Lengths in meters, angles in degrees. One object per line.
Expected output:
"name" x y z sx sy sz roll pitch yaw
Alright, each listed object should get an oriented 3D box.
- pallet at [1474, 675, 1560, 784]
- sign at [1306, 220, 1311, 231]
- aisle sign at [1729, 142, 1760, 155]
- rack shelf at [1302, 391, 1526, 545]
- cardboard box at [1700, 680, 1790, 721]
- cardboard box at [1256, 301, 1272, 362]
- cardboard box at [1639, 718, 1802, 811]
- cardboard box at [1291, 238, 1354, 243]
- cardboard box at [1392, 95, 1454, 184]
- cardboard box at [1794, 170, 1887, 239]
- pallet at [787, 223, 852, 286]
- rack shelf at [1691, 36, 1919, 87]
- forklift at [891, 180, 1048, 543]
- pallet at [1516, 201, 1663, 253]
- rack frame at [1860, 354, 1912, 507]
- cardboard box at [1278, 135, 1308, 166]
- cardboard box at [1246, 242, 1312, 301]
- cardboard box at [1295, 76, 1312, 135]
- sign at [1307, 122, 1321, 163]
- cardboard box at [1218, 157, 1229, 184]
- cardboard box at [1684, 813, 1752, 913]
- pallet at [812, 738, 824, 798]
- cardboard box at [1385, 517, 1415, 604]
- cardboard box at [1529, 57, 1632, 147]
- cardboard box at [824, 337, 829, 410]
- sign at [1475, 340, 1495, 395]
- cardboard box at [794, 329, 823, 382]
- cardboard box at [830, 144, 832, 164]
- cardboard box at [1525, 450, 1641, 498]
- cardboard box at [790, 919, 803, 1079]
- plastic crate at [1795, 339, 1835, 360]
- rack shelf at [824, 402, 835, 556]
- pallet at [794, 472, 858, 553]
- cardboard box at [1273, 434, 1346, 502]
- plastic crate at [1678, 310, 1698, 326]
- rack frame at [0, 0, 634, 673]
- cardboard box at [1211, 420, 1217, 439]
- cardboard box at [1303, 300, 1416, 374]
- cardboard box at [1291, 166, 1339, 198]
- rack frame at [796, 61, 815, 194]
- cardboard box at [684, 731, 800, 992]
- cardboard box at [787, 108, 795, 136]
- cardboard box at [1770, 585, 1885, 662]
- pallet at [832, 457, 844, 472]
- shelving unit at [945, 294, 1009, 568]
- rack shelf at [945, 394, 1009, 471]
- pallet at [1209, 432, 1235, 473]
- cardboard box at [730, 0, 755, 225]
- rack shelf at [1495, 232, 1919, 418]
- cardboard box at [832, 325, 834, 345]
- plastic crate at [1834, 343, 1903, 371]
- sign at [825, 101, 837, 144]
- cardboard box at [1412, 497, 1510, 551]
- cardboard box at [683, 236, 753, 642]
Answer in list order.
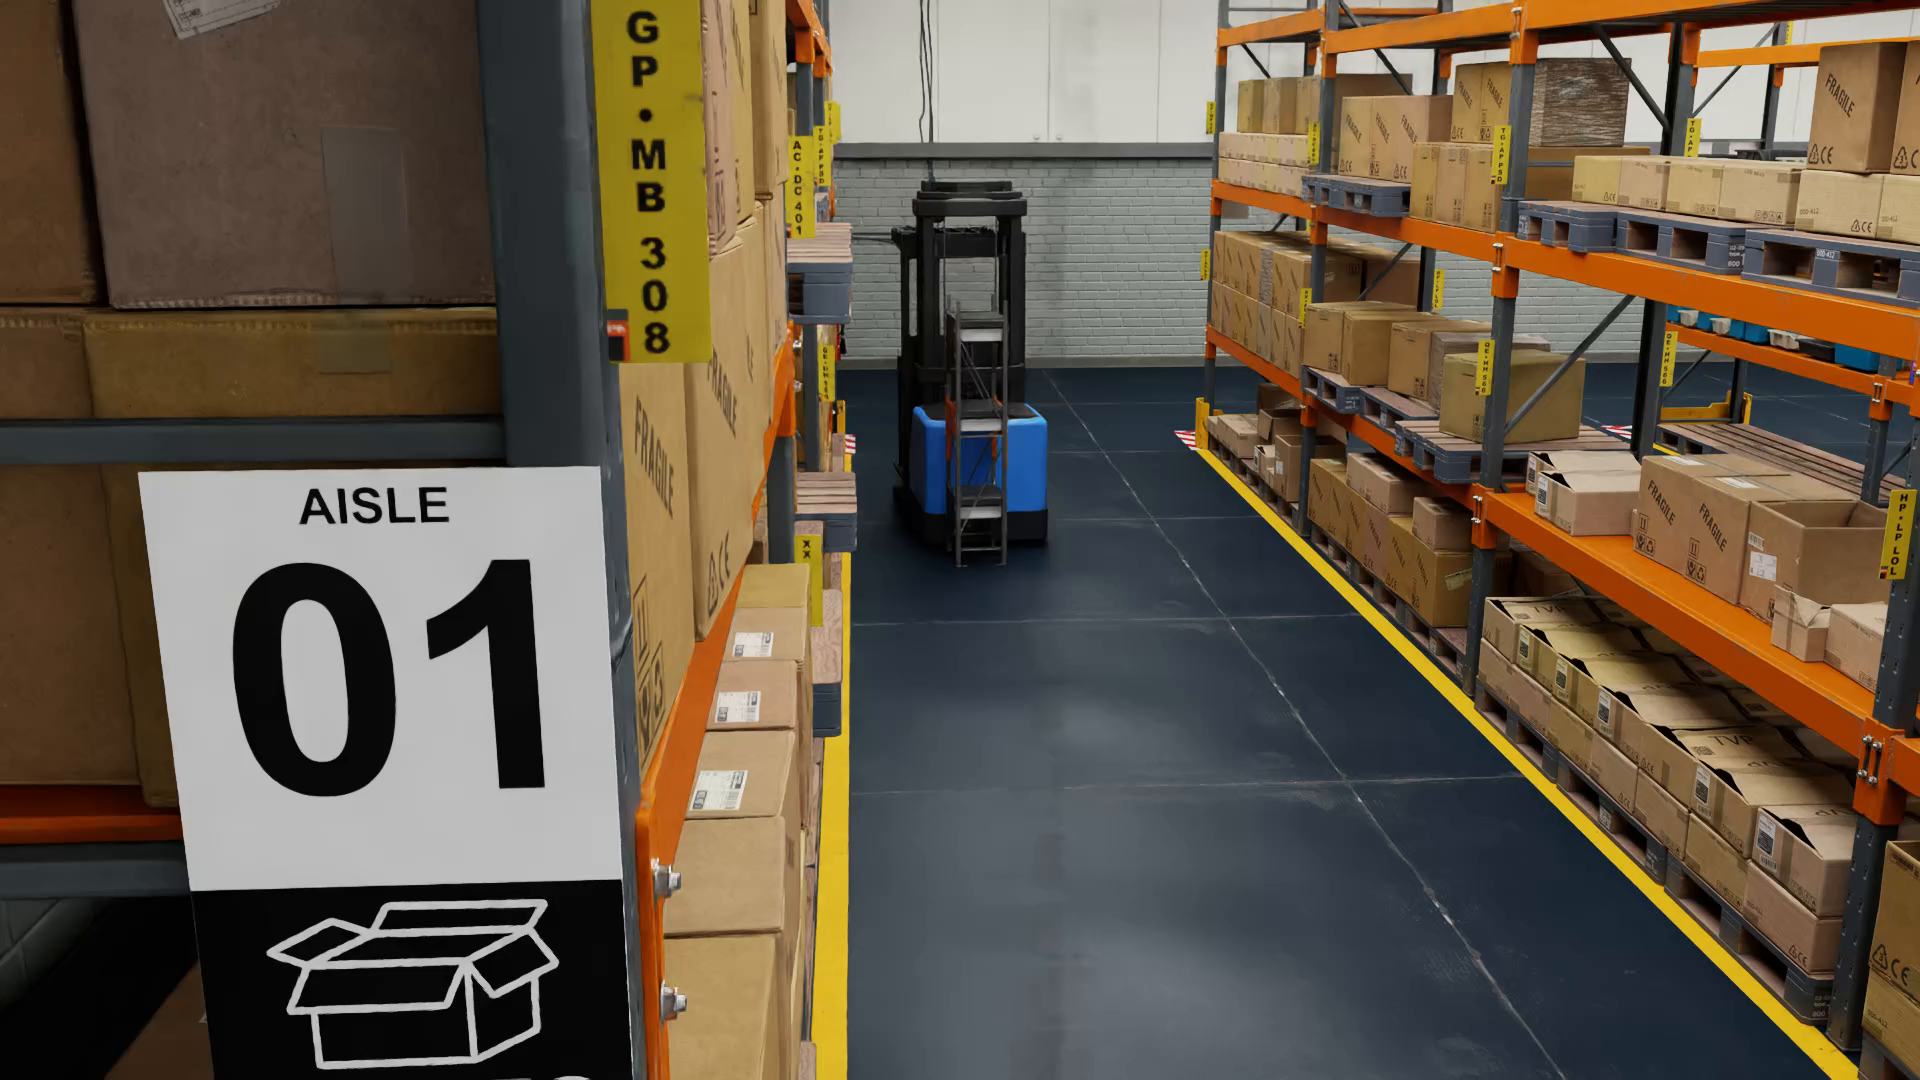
"pallet" 3.643 1.054 9.505 1.003 0.211 1.213 -1 14 -3
"sign" 3.691 -3.208 17.519 0.100 0.325 0.005 -1 14 -3
"aisle sign" 8.368 -3.848 17.745 0.394 0.787 0.004 -1 14 -3
"rack shelf" 3.507 -0.650 11.978 1.077 0.370 4.000 -1 14 -3
"cardboard box" 4.006 0.861 8.210 0.500 0.311 0.500 0 14 -2
"cardboard box" 3.029 -1.921 15.272 0.500 0.500 0.500 -1 14 -2
"cardboard box" 3.501 1.000 7.669 0.500 0.311 0.500 -1 14 -4
"cardboard box" 3.507 -2.663 16.149 0.500 0.500 0.500 0 14 -2
"cardboard box" 3.427 -2.791 11.591 0.600 0.600 0.600 -1 15 -6
"cardboard box" 3.814 -1.380 6.809 0.500 0.250 0.500 -2 15 -9
"pallet" -1.064 -1.204 7.043 1.213 0.211 1.003 -1 14 -3
"rack shelf" 8.204 -4.433 15.441 1.077 0.370 4.000 -1 14 -3
"forklift" -0.012 -1.713 14.803 1.130 2.935 3.031 -2 15 -9
"pallet" 3.763 -1.695 8.955 1.213 0.211 1.003 0 14 -1
"rack frame" 8.328 -1.572 14.116 1.000 3.000 0.127 -1 14 -3
"cardboard box" 3.055 -3.360 14.342 0.500 0.250 0.500 -1 14 -3
"cardboard box" 2.998 -2.529 15.627 0.500 0.500 0.500 -1 14 -4
"cardboard box" 3.389 -3.853 14.754 0.700 0.500 0.500 -1 14 -3
"sign" 2.842 -3.189 13.344 0.100 0.325 0.005 -1 14 -3
"cardboard box" 2.914 -3.739 16.822 0.500 0.250 0.500 -1 14 -3
"cardboard box" 3.535 1.397 7.252 0.500 0.250 0.500 -1 14 -4
"pallet" -1.266 1.121 9.247 1.003 0.211 1.213 -1 14 -3
"cardboard box" 3.307 0.138 11.602 0.500 0.500 0.500 -1 14 -5
"cardboard box" 3.611 -2.595 9.867 0.500 0.500 0.500 -1 14 -3
"cardboard box" -1.180 -1.134 11.577 0.500 0.500 0.500 0 14 -2
"sign" 3.090 -1.013 9.780 0.100 0.325 0.005 -1 14 -3
"cardboard box" -1.085 -1.113 9.992 0.500 0.250 0.500 -1 14 -2
"cardboard box" -1.357 -3.354 14.278 0.500 0.250 0.500 -1 14 -5
"cardboard box" 3.610 -0.367 9.613 0.500 0.311 0.500 0 14 0
"cardboard box" -0.631 1.121 3.912 0.500 0.250 0.500 -1 14 -3
"plastic crate" 7.990 -1.742 15.208 0.437 0.125 0.590 -1 14 -3
"rack shelf" -1.437 -0.573 11.678 1.077 0.370 4.000 -1 14 -3
"pallet" -1.162 -0.156 8.996 1.213 0.211 1.003 -1 14 -3
"cardboard box" 3.065 -0.636 14.612 0.500 0.500 0.500 -1 14 -3
"plastic crate" 7.704 -2.320 17.434 0.250 0.136 0.298 -1 14 -3
"rack frame" -0.817 -1.340 1.174 1.000 3.000 0.127 -1 14 -3
"cardboard box" 2.834 -1.160 17.320 0.380 0.166 0.250 -1 14 -3
"cardboard box" 3.190 -1.627 13.286 0.700 0.500 0.500 -6 16 -22
"cardboard box" 3.088 -2.993 13.921 0.500 0.250 0.500 -1 14 -3
"rack frame" -1.313 -3.329 8.907 1.000 3.000 0.127 -1 14 -3
"cardboard box" -0.637 0.762 3.801 0.500 0.500 0.500 0 14 -2
"cardboard box" -1.516 -2.775 11.689 0.700 0.500 0.500 -1 14 -4
"cardboard box" 3.641 0.343 6.945 0.396 0.266 0.258 -1 14 -5
"pallet" -1.608 -0.563 15.790 1.003 0.211 1.213 -1 14 -3
"shelving unit" 0.129 -0.867 13.182 0.431 2.100 0.503 -2 15 -9
"rack shelf" 0.129 -0.854 13.186 0.431 0.518 0.480 -2 15 -9
"pallet" 3.191 -0.923 17.192 1.003 0.211 1.213 -1 14 -3
"cardboard box" -0.622 -0.782 2.778 0.500 0.500 0.500 0 14 -2
"rack shelf" 3.755 -1.108 7.738 1.077 0.370 4.000 -1 14 -3
"cardboard box" -1.618 -1.881 14.715 0.980 0.700 0.700 -1 14 -5
"plastic crate" 7.958 -1.704 14.541 0.392 0.384 0.575 -1 14 -3
"sign" -1.019 -3.285 13.086 0.100 0.325 0.005 -1 14 -3
"cardboard box" 3.331 -0.110 11.063 0.500 0.250 0.500 0 14 -1
"cardboard box" -0.586 -0.166 2.393 0.500 0.500 0.500 0 14 0
